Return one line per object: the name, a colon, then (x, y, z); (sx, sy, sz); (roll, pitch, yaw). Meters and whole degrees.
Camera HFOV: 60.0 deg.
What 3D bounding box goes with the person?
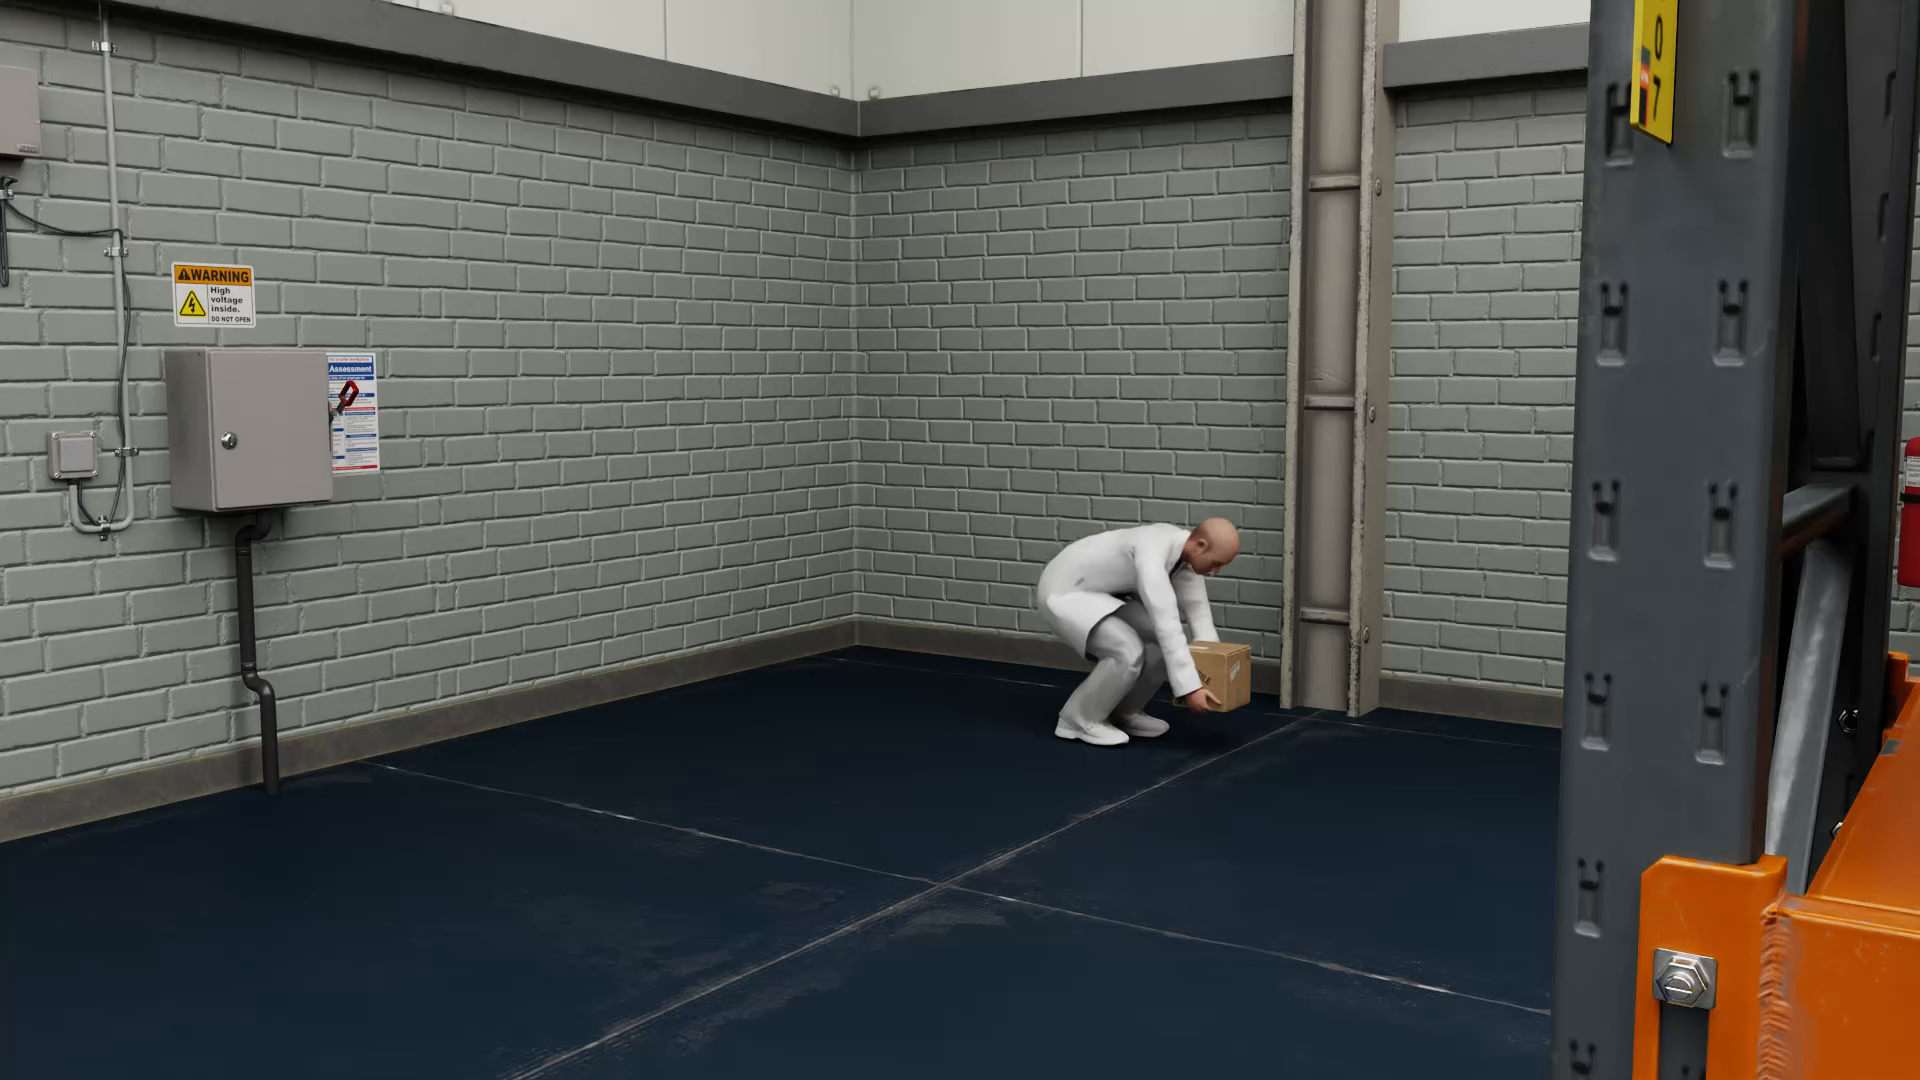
person: (0.776, 0.403, 7.281); (0.931, 0.973, 0.584); (4, 7, 32)
